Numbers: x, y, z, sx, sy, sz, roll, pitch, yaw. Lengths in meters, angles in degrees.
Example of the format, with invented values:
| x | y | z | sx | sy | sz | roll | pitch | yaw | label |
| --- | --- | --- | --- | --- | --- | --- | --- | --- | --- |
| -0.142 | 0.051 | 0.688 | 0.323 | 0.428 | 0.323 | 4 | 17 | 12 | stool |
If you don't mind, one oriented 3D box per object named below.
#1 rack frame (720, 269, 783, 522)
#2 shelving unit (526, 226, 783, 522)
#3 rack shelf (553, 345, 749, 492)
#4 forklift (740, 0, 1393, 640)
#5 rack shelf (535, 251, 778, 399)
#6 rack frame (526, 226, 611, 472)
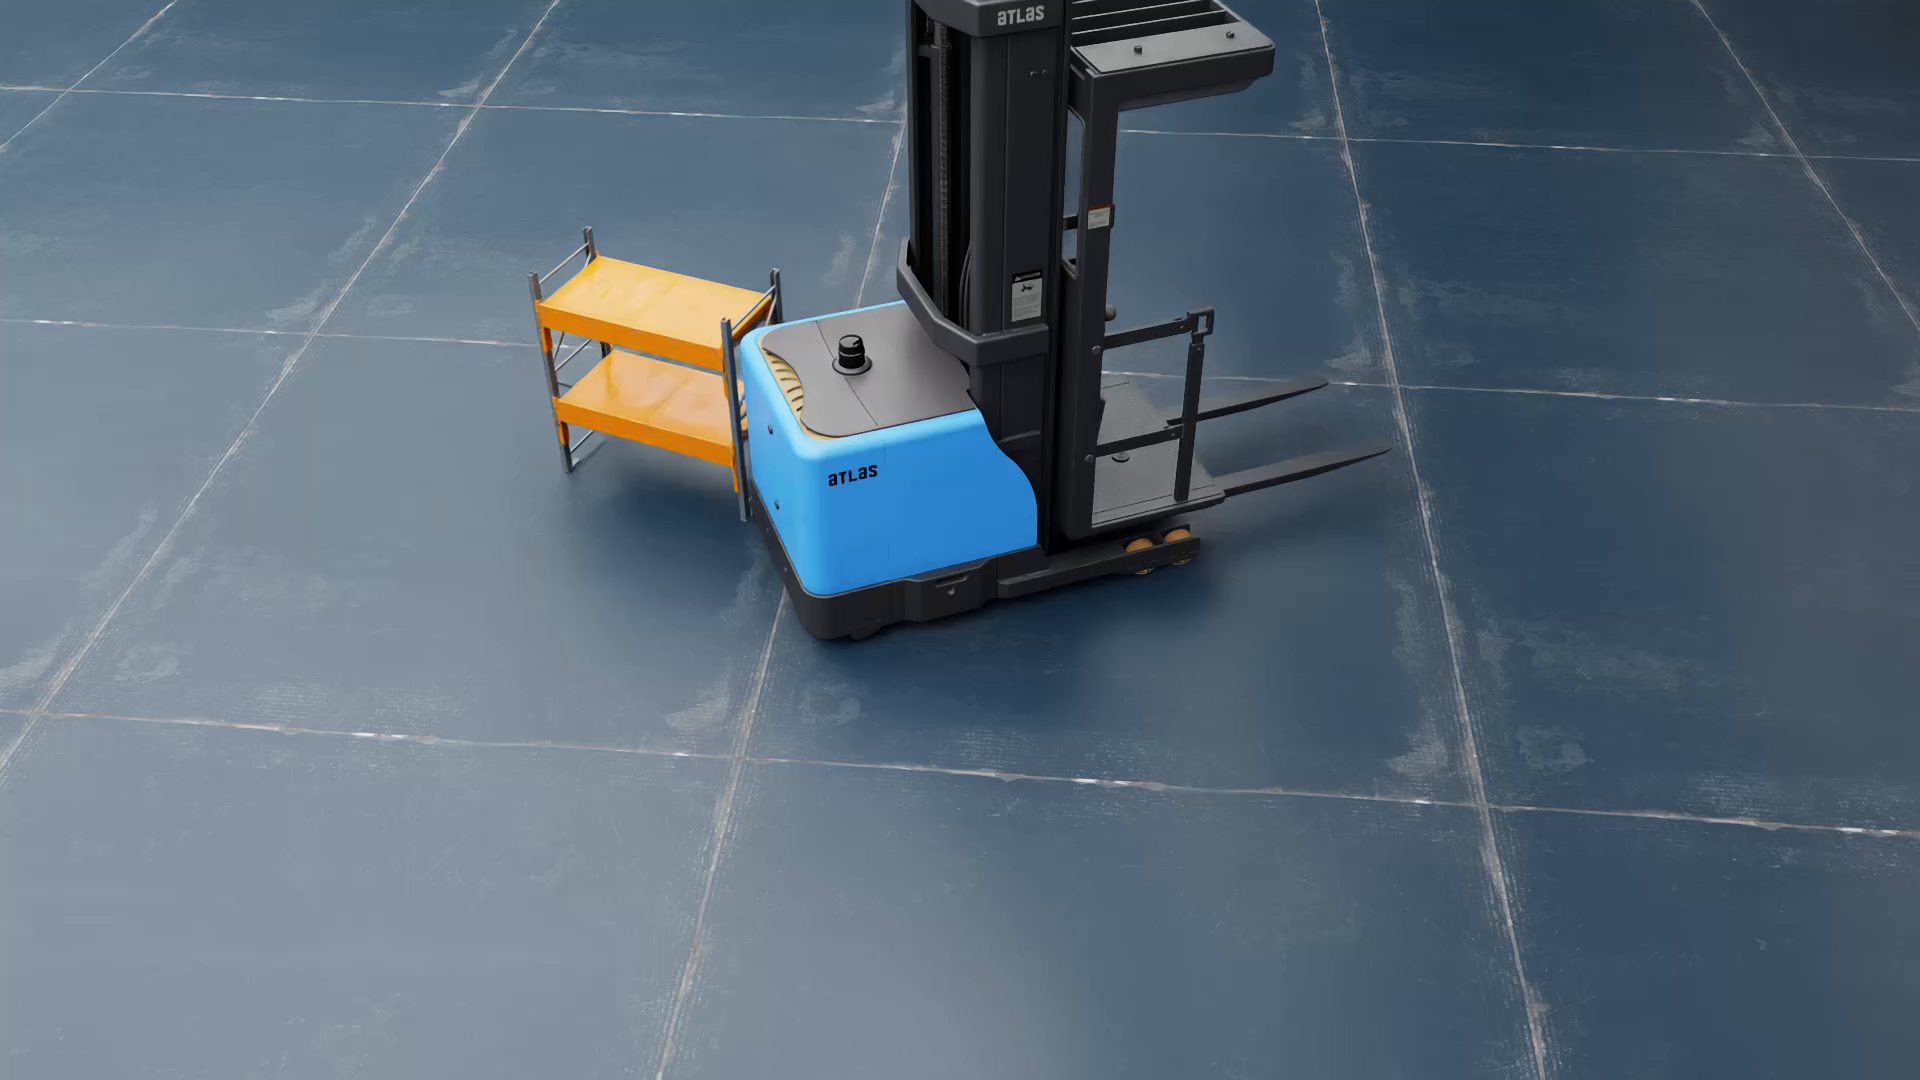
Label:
| x | y | z | sx | sy | sz | roll | pitch | yaw | label |
| --- | --- | --- | --- | --- | --- | --- | --- | --- | --- |
| -0.946 | -0.670 | 7.852 | 0.032 | 1.125 | 0.500 | 15 | 42 | 18 | rack frame |
| -1.412 | -0.797 | 8.008 | 1.048 | 1.125 | 0.538 | 15 | 42 | 18 | shelving unit |
| -1.412 | -0.607 | 8.163 | 1.000 | 0.278 | 0.538 | 15 | 42 | 18 | rack shelf |
| 0.584 | -1.276 | 7.166 | 3.031 | 2.935 | 1.130 | -13 | 41 | -16 | forklift |
| -1.412 | -1.024 | 7.824 | 1.000 | 0.278 | 0.538 | 15 | 42 | 18 | rack shelf |
| -1.879 | -0.924 | 8.165 | 0.032 | 1.125 | 0.500 | 15 | 42 | 18 | rack frame |
